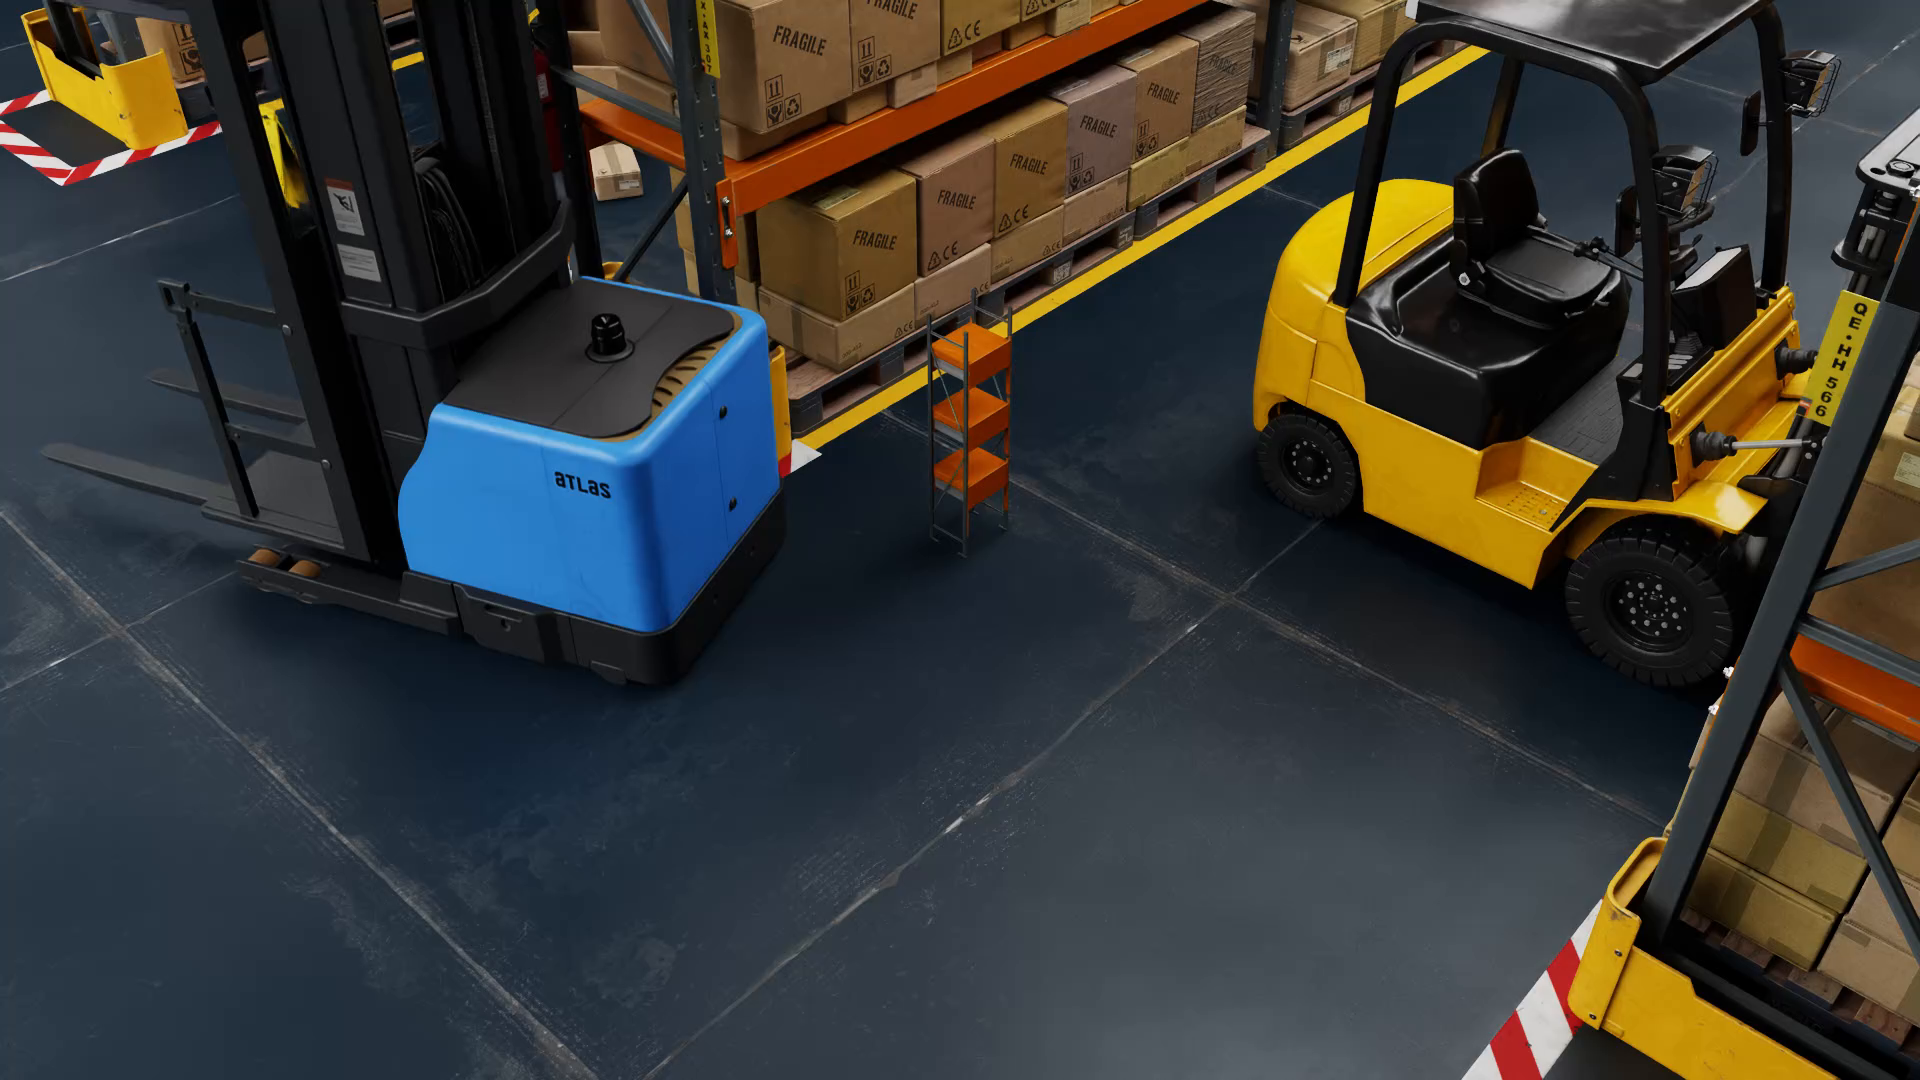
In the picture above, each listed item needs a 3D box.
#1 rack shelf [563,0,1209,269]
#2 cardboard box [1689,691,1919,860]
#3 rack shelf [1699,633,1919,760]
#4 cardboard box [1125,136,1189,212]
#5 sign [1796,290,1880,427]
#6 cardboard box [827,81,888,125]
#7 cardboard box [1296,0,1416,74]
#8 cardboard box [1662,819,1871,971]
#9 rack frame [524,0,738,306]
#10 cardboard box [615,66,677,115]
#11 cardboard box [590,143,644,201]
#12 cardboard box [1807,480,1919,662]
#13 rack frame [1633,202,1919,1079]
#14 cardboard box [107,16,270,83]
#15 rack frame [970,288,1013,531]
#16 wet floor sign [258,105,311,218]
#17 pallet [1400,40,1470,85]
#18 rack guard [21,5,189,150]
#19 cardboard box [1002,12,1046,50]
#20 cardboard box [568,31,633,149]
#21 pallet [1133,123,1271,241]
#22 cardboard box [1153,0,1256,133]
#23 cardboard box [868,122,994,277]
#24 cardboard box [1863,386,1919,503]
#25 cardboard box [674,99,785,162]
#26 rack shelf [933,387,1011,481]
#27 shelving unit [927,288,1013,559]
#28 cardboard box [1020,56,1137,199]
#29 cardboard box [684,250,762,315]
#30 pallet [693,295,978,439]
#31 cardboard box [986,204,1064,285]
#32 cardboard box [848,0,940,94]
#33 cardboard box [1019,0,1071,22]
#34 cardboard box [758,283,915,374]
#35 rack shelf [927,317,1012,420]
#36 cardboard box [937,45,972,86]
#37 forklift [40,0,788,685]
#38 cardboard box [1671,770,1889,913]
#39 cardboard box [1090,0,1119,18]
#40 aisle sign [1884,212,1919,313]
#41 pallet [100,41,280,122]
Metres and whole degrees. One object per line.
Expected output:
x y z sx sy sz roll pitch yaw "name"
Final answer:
0.046 -2.340 7.861 1.077 0.370 4.000 30 47 32 "rack shelf"
2.444 0.558 4.707 0.500 0.250 0.500 31 48 33 "cardboard box"
3.712 -0.257 5.242 1.077 0.370 4.000 30 47 32 "rack shelf"
0.843 -1.995 8.721 0.500 0.250 0.500 28 46 31 "cardboard box"
1.972 -0.400 3.723 0.100 0.325 0.005 30 47 32 "sign"
-0.523 -1.883 6.910 0.380 0.149 0.250 28 46 31 "cardboard box"
2.230 -3.250 10.201 0.625 0.372 0.950 -31 48 -33 "cardboard box"
2.447 0.943 5.026 0.500 0.250 0.500 30 47 32 "cardboard box"
-1.303 -1.703 6.481 1.000 3.000 0.127 30 47 32 "rack frame"
-1.209 -1.866 6.888 0.380 0.149 0.250 31 48 33 "cardboard box"
-1.911 -2.037 9.192 0.250 0.149 0.380 -11 40 -14 "cardboard box"
2.501 0.004 4.254 0.500 0.500 0.500 29 47 31 "cardboard box"
2.363 0.380 3.862 1.000 3.000 0.127 30 47 32 "rack frame"
-4.617 -3.407 9.994 0.875 0.875 0.875 30 47 32 "cardboard box"
0.118 -0.492 6.525 0.200 1.050 0.008 30 47 32 "rack frame"
-3.583 -1.969 8.707 0.267 0.644 0.232 22 43 25 "wet floor sign"
2.742 -3.370 10.819 1.003 0.211 1.213 30 47 32 "pallet"
-5.042 -2.745 9.801 1.175 0.500 0.348 30 47 32 "rack guard"
0.166 -2.369 7.521 0.380 0.149 0.250 28 46 31 "cardboard box"
-1.987 -2.596 9.610 0.797 0.503 0.637 2 39 2 "cardboard box"
0.968 -2.126 9.253 1.003 0.211 1.213 30 47 32 "pallet"
1.194 -2.538 8.800 0.500 0.500 0.500 29 47 31 "cardboard box"
-0.190 -1.592 7.611 0.500 0.500 0.500 28 46 30 "cardboard box"
2.390 -0.190 3.978 0.380 0.149 0.250 30 48 32 "cardboard box"
-0.921 -1.674 6.646 0.380 0.149 0.250 30 47 32 "cardboard box"
0.036 -0.427 6.461 0.215 0.259 0.240 30 47 32 "rack shelf"
0.036 -0.435 6.454 0.215 1.050 0.252 30 47 32 "shelving unit"
0.509 -2.068 8.210 0.500 0.500 0.500 -31 48 -33 "cardboard box"
-0.940 -1.286 7.829 0.500 0.250 0.500 29 47 32 "cardboard box"
-0.678 -1.005 7.844 1.003 0.211 1.213 30 47 32 "pallet"
0.154 -1.533 8.139 0.500 0.250 0.500 -31 48 -33 "cardboard box"
-0.432 -2.199 6.786 0.500 0.500 0.500 31 48 33 "cardboard box"
0.248 -2.670 7.379 0.500 0.500 0.500 29 47 31 "cardboard box"
-0.555 -1.045 7.526 0.500 0.250 0.500 29 47 32 "cardboard box"
0.036 -0.649 6.284 0.215 0.259 0.240 30 47 32 "rack shelf"
-0.168 -2.114 7.200 0.380 0.149 0.250 31 48 33 "cardboard box"
-2.263 -1.193 5.895 3.031 2.935 1.130 13 40 16 "forklift"
2.461 0.741 4.878 0.500 0.250 0.500 29 47 31 "cardboard box"
0.526 -2.593 7.803 0.380 0.149 0.250 29 47 31 "cardboard box"
2.102 -0.731 3.170 0.394 0.787 0.004 30 47 32 "aisle sign"
-4.544 -3.043 10.408 1.003 0.211 1.213 30 47 32 "pallet"
